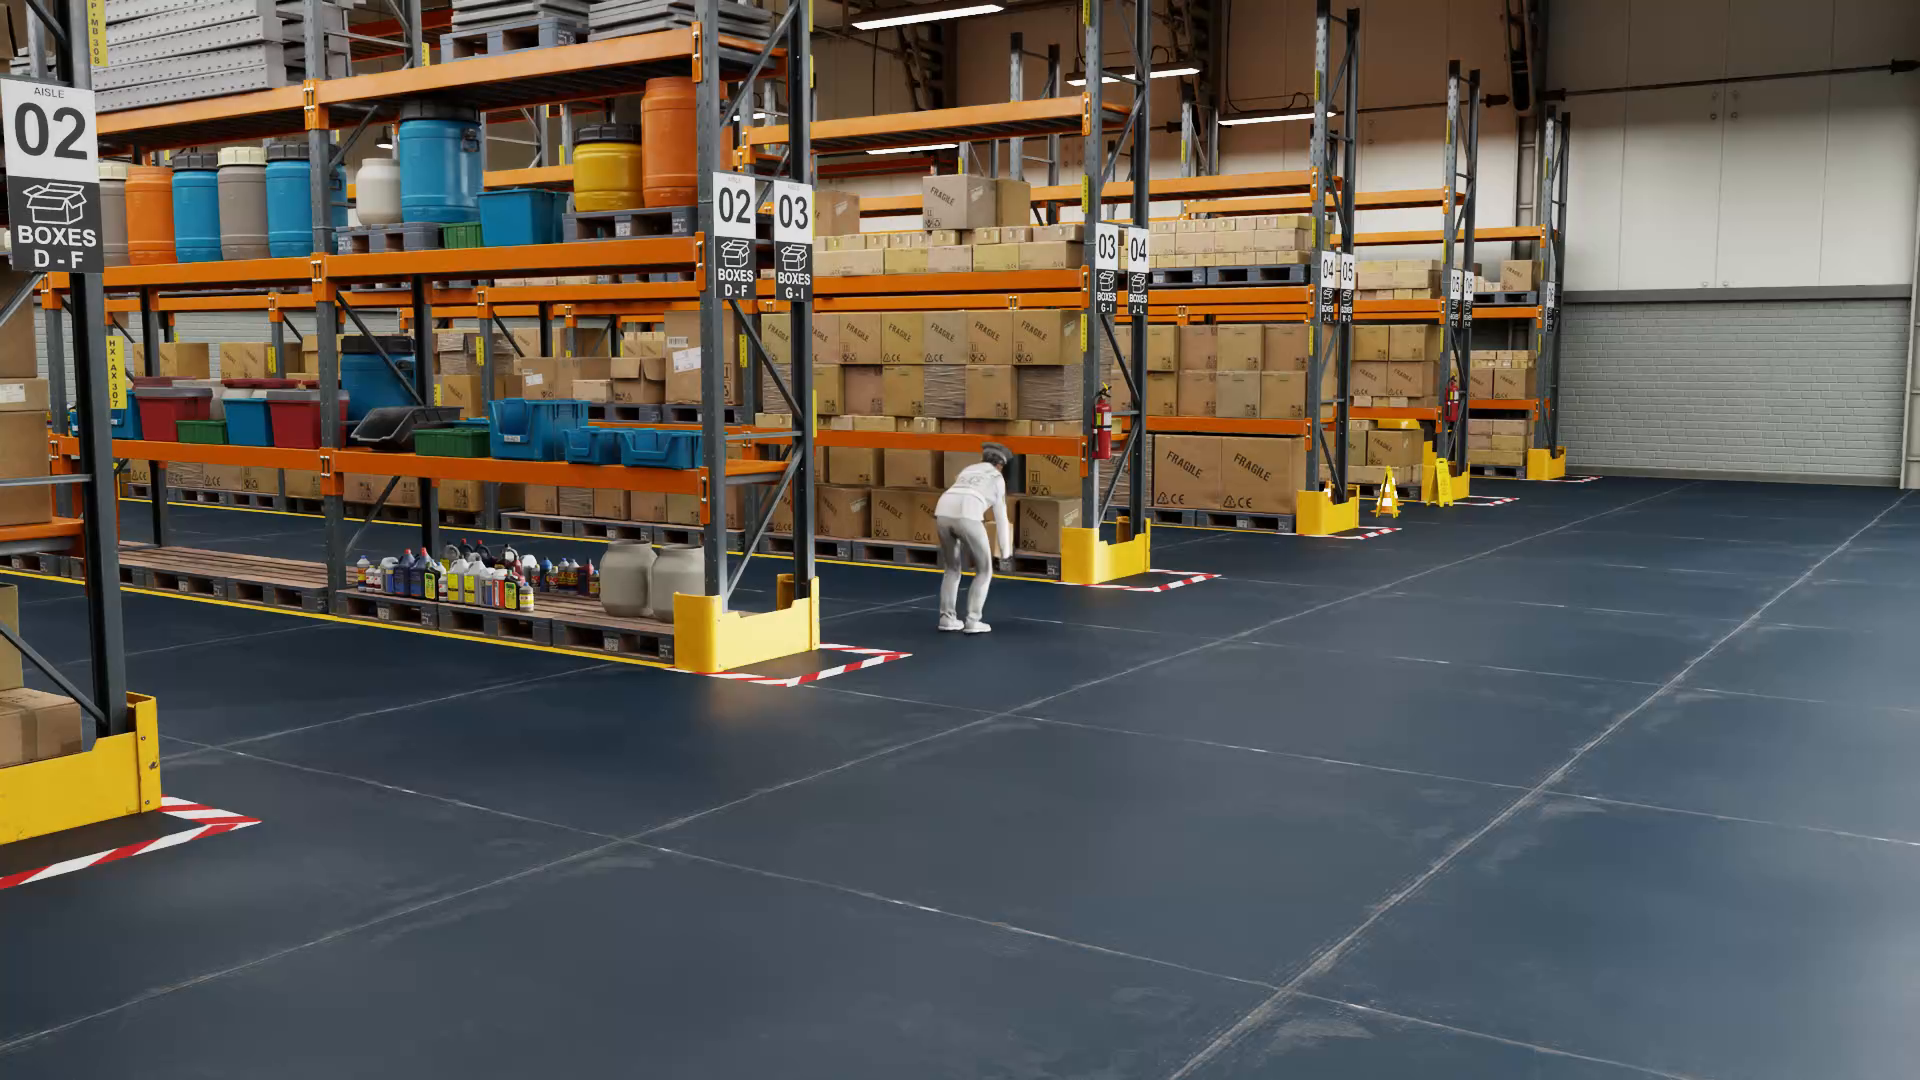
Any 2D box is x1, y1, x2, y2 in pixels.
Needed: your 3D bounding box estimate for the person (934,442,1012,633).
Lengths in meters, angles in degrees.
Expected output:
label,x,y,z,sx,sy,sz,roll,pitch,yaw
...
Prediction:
label,x,y,z,sx,sy,sz,roll,pitch,yaw
person,0.125,-0.027,12.480,0.416,1.395,0.826,4,8,32
